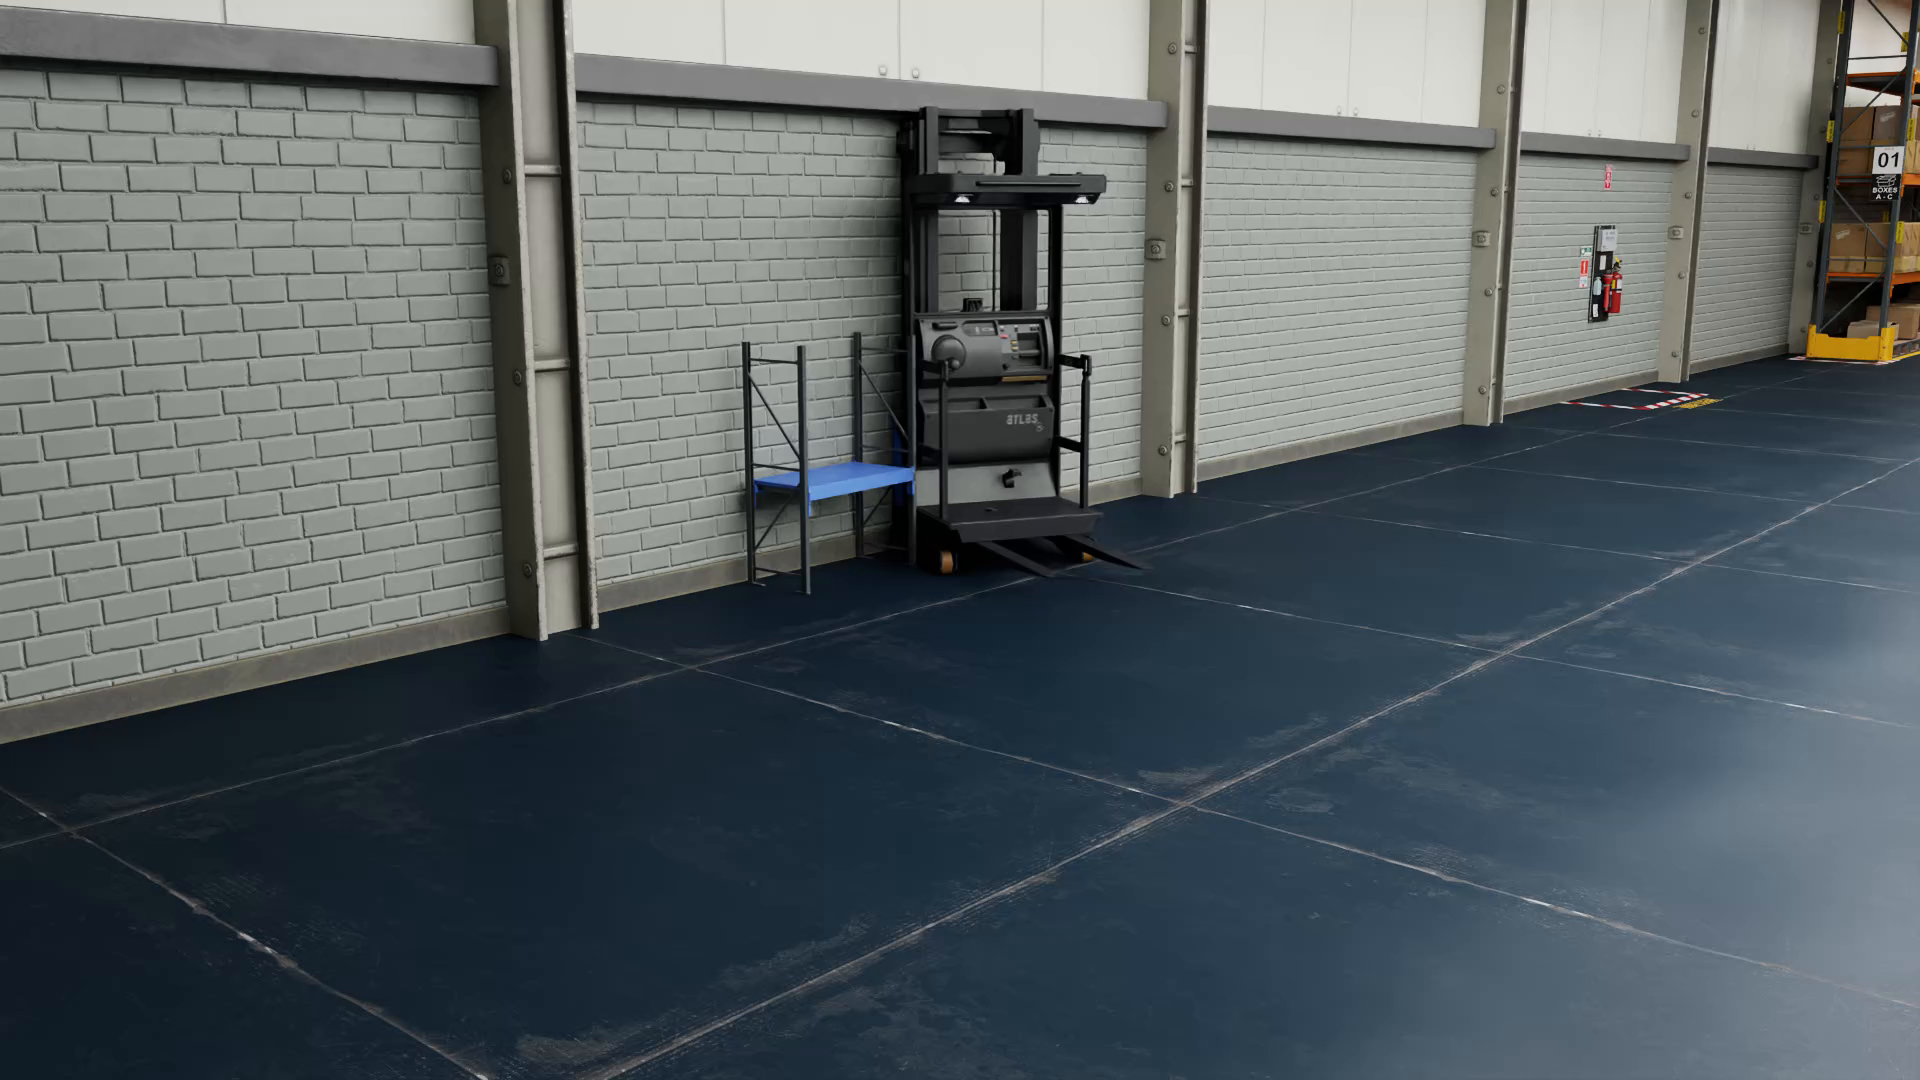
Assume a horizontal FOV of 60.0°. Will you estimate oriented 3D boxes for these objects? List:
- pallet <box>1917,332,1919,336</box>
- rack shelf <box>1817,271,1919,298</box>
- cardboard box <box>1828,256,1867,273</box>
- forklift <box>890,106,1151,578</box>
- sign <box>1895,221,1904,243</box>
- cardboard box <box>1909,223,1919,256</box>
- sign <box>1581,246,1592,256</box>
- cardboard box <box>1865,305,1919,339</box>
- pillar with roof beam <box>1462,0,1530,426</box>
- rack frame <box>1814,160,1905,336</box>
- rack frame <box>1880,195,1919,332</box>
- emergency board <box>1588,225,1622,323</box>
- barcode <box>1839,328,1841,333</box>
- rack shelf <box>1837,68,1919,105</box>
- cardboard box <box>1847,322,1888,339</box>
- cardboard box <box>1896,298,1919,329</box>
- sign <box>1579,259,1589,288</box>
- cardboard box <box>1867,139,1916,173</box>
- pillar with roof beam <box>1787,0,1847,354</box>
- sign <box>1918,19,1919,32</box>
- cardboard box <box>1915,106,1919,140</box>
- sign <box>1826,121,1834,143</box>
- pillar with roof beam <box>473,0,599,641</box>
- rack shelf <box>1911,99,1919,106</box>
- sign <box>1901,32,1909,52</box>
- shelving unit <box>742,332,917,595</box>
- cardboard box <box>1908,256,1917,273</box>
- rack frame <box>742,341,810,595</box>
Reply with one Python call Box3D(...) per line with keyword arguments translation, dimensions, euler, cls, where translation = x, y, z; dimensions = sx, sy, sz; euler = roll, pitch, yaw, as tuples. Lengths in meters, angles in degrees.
Box3D(translation=(15.999, -3.409, 28.238), dimensions=(1.003, 0.211, 1.213), euler=(10, 15, 40), cls="pallet")
Box3D(translation=(15.096, -4.232, 27.079), dimensions=(1.077, 0.370, 4.000), euler=(10, 15, 40), cls="rack shelf")
Box3D(translation=(13.938, -4.321, 26.018), dimensions=(0.500, 0.250, 0.500), euler=(10, 15, 41), cls="cardboard box")
Box3D(translation=(0.256, -1.307, 10.772), dimensions=(1.130, 2.935, 3.031), euler=(-4, 12, -21), cls="forklift")
Box3D(translation=(14.183, -4.645, 25.100), dimensions=(0.100, 0.325, 0.005), euler=(10, 15, 40), cls="sign")
Box3D(translation=(14.650, -4.698, 25.990), dimensions=(0.500, 0.500, 0.500), euler=(10, 15, 41), cls="cardboard box")
Box3D(translation=(7.534, -3.473, 19.998), dimensions=(0.001, 0.109, 0.331), euler=(10, 15, 40), cls="sign")
Box3D(translation=(15.198, -3.556, 27.117), dimensions=(0.700, 0.500, 0.500), euler=(9, 14, 37), cls="cardboard box")
Box3D(translation=(8.900, -5.125, 14.398), dimensions=(9.100, 9.000, 0.400), euler=(10, 15, 40), cls="pillar with roof beam")
Box3D(translation=(13.775, -4.291, 25.536), dimensions=(1.000, 3.000, 0.127), euler=(10, 15, 40), cls="rack frame")
Box3D(translation=(16.416, -4.879, 28.482), dimensions=(1.000, 3.000, 0.127), euler=(10, 15, 40), cls="rack frame")
Box3D(translation=(7.967, -3.264, 20.396), dimensions=(0.194, 1.169, 0.643), euler=(10, 15, 40), cls="emergency board")
Box3D(translation=(14.011, -3.337, 26.479), dimensions=(0.001, 0.075, 0.075), euler=(10, 15, 40), cls="barcode")
Box3D(translation=(15.096, -7.173, 26.492), dimensions=(1.077, 0.370, 4.000), euler=(10, 15, 40), cls="rack shelf")
Box3D(translation=(14.300, -3.278, 26.207), dimensions=(0.500, 0.311, 0.500), euler=(8, 14, 34), cls="cardboard box")
Box3D(translation=(16.889, -3.980, 29.237), dimensions=(0.700, 0.500, 0.500), euler=(10, 15, 42), cls="cardboard box")
Box3D(translation=(7.525, -3.214, 20.052), dimensions=(0.001, 0.329, 0.234), euler=(10, 15, 40), cls="sign")
Box3D(translation=(14.184, -5.837, 25.315), dimensions=(0.500, 0.500, 0.500), euler=(10, 15, 42), cls="cardboard box")
Box3D(translation=(16.822, -6.891, 23.237), dimensions=(9.100, 9.000, 0.400), euler=(10, 15, 40), cls="pillar with roof beam")
Box3D(translation=(14.183, -7.659, 24.498), dimensions=(0.100, 0.325, 0.005), euler=(10, 15, 40), cls="sign")
Box3D(translation=(14.581, -6.403, 25.596), dimensions=(0.500, 0.500, 0.500), euler=(10, 15, 40), cls="cardboard box")
Box3D(translation=(13.372, -6.271, 25.529), dimensions=(0.100, 0.325, 0.005), euler=(10, 15, 40), cls="sign")
Box3D(translation=(0.979, -3.360, 5.558), dimensions=(9.100, 9.000, 0.400), euler=(10, 15, 40), cls="pillar with roof beam")
Box3D(translation=(17.736, -7.567, 29.477), dimensions=(1.077, 0.370, 4.000), euler=(10, 15, 40), cls="rack shelf")
Box3D(translation=(15.995, -8.428, 28.143), dimensions=(0.100, 0.325, 0.005), euler=(10, 15, 40), cls="sign")
Box3D(translation=(-0.801, -0.514, 10.456), dimensions=(0.538, 1.500, 1.048), euler=(9, 14, 37), cls="shelving unit")
Box3D(translation=(14.668, -4.336, 26.094), dimensions=(0.500, 0.250, 0.500), euler=(9, 15, 39), cls="cardboard box")
Box3D(translation=(-1.113, -0.435, 10.062), dimensions=(0.500, 1.500, 0.032), euler=(9, 14, 37), cls="rack frame")
